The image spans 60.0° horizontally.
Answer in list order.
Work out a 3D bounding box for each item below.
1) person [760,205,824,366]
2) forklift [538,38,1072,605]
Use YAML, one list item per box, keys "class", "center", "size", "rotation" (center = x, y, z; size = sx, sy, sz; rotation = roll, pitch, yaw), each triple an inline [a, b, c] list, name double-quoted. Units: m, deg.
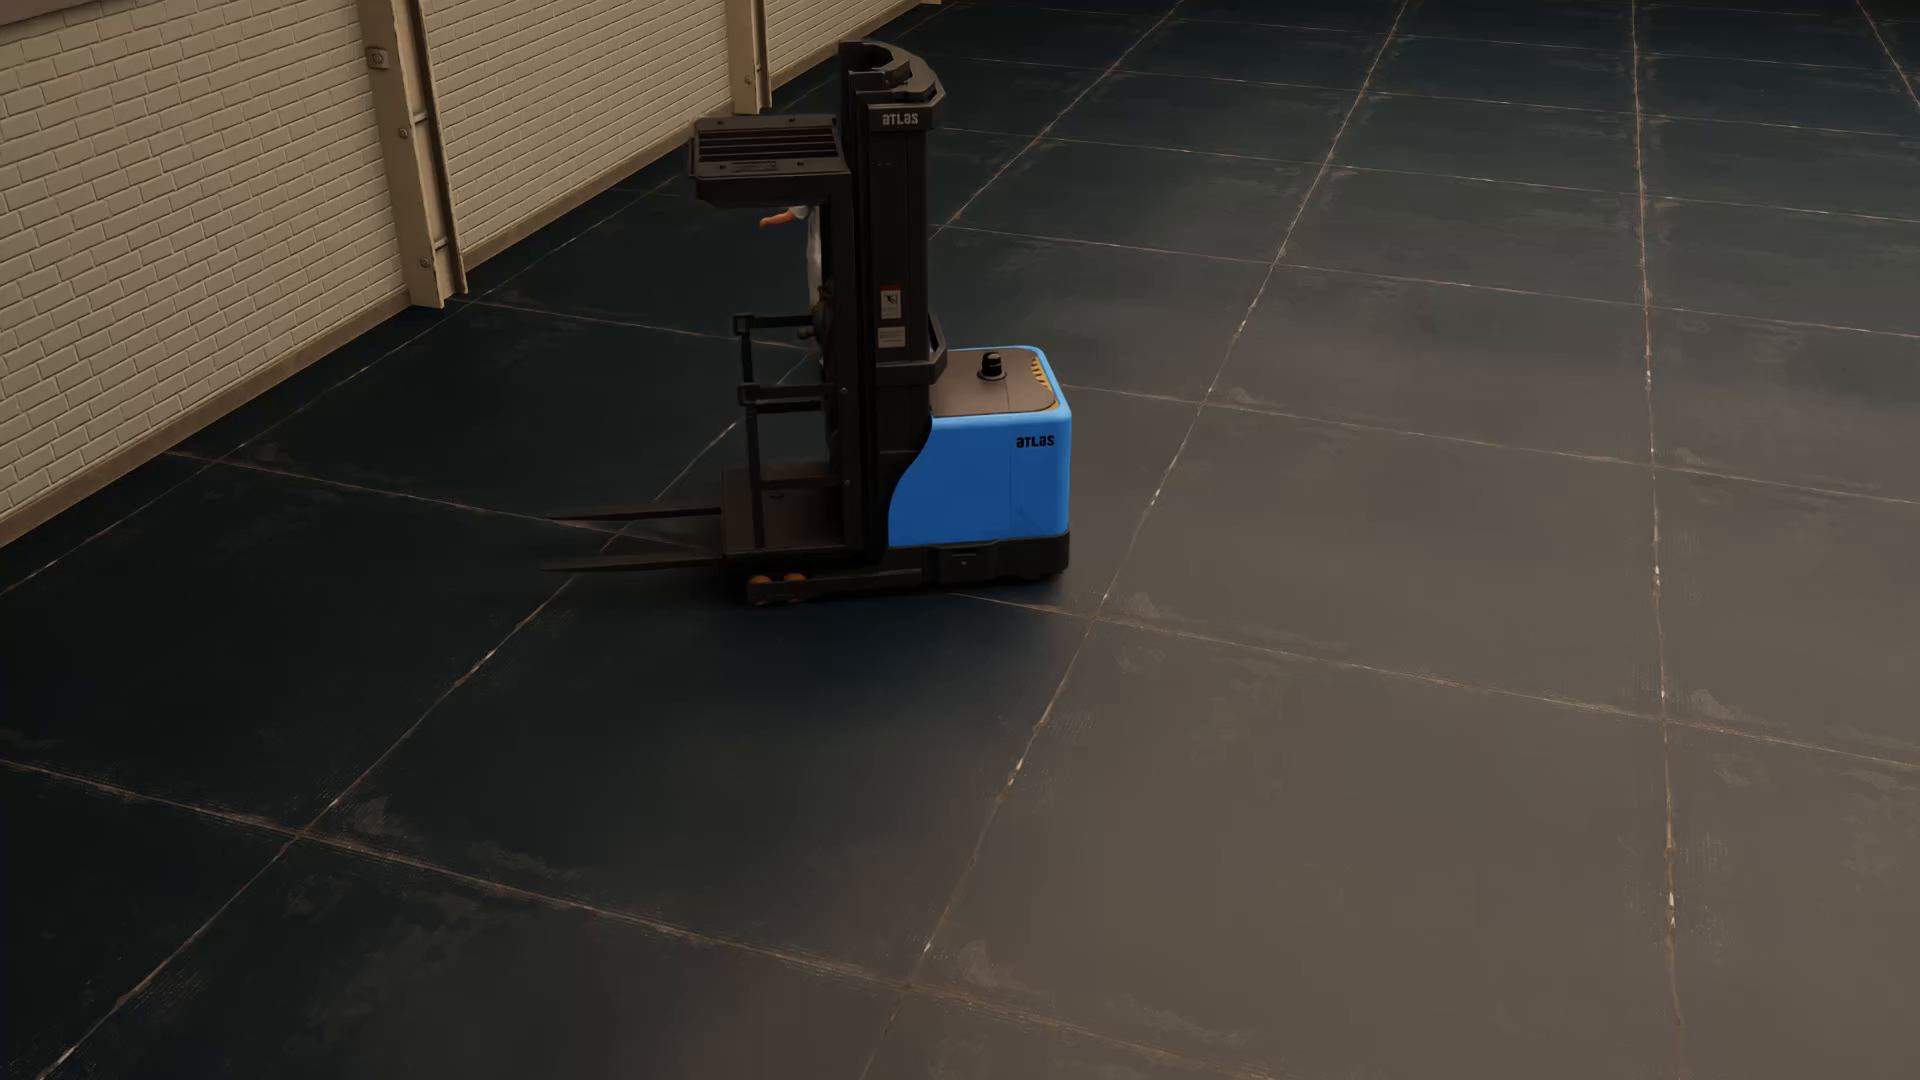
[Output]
- class: "person"
  center: [-0.938, -2.083, 12.110]
  size: [0.870, 1.663, 0.715]
  rotation: [-15, 33, -25]
- class: "forklift"
  center: [-0.924, -1.183, 9.211]
  size: [3.031, 2.935, 1.130]
  rotation: [-4, 30, -7]
